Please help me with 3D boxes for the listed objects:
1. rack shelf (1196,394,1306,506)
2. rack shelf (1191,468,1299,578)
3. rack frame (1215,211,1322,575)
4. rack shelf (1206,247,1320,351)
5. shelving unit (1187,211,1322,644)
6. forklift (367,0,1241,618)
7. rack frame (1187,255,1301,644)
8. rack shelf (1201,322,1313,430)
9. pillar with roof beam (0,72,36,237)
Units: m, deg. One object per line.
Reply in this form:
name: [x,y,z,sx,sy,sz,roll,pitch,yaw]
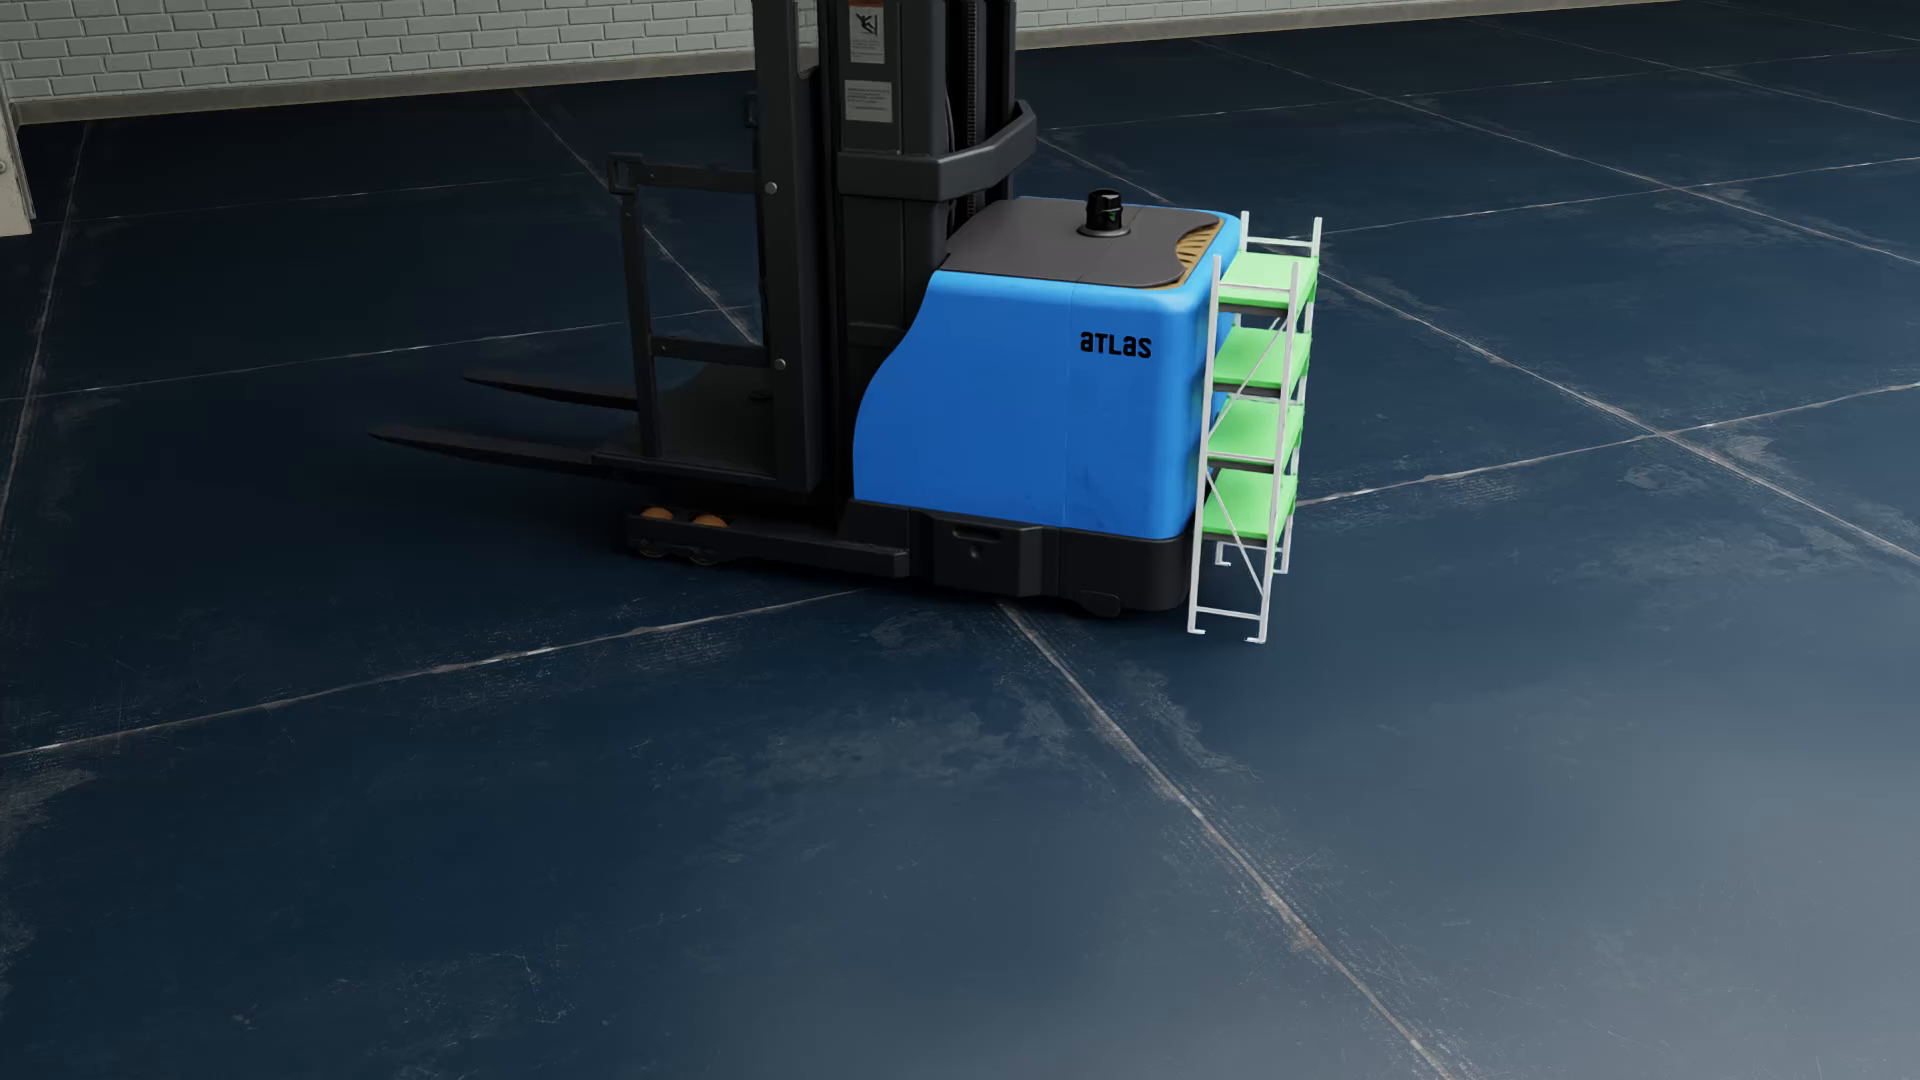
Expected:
rack shelf: [0.897,-0.284,5.110,0.258,0.148,0.480,8,27,16]
rack shelf: [0.897,-0.069,5.215,0.258,0.148,0.480,8,27,16]
rack frame: [0.972,-0.443,5.291,0.240,1.200,0.015,8,27,16]
rack shelf: [0.897,-0.715,4.899,0.258,0.148,0.480,8,27,16]
shelving unit: [0.897,-0.342,5.082,0.258,1.200,0.503,8,27,16]
forklift: [-0.613,-1.442,5.363,3.031,2.935,1.130,8,27,16]
rack frame: [0.822,-0.240,4.873,0.240,1.200,0.015,8,27,16]
rack shelf: [0.897,-0.500,5.005,0.258,0.148,0.480,8,27,16]
pillar with roof beam: [-1.416,-6.539,8.886,9.100,9.000,0.400,-11,28,-21]
